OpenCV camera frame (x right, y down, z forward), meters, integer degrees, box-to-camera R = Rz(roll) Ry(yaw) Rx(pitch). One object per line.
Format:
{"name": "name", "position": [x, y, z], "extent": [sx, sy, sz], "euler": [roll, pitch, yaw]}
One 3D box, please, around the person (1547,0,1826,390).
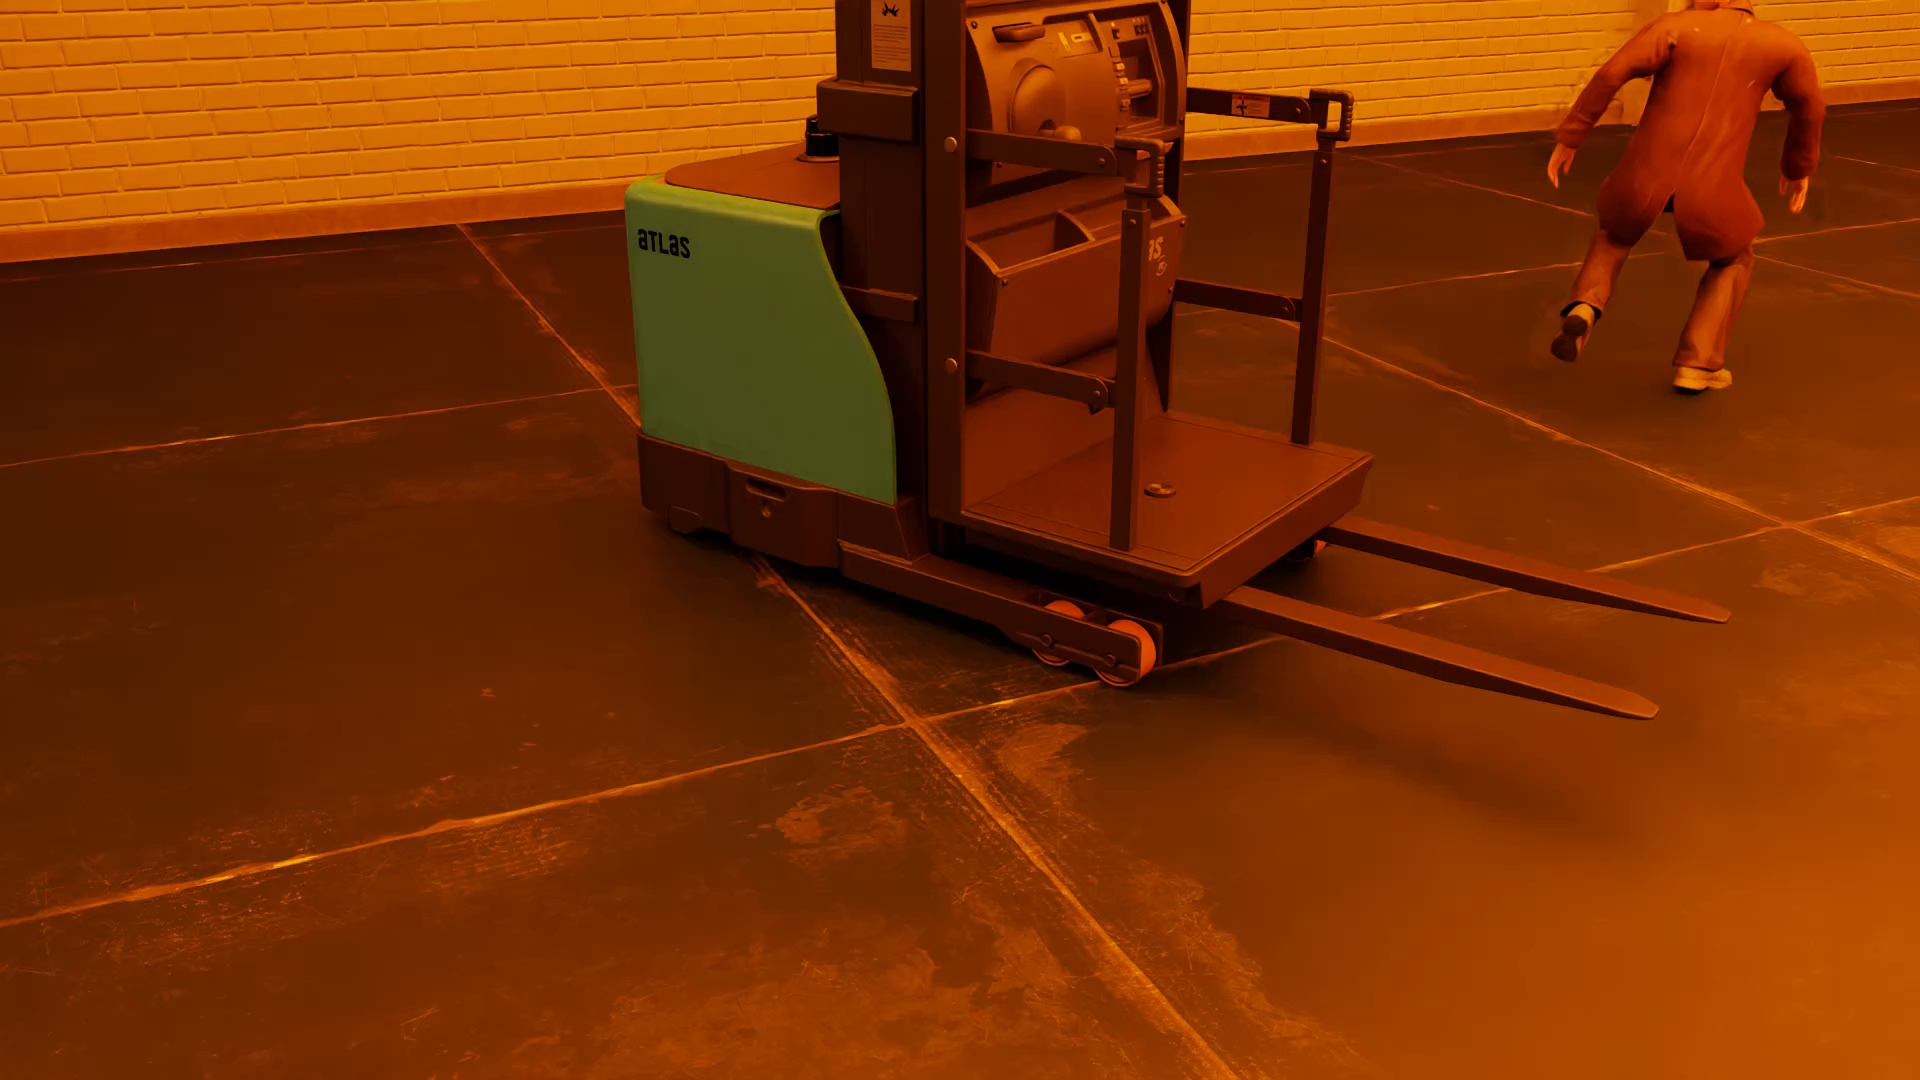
{"name": "person", "position": [2.742, -1.387, 6.326], "extent": [0.922, 1.670, 0.581], "euler": [10, 25, 24]}

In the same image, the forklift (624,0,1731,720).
{"name": "forklift", "position": [0.488, -1.213, 4.206], "extent": [3.031, 2.935, 1.130], "euler": [16, 27, 34]}
